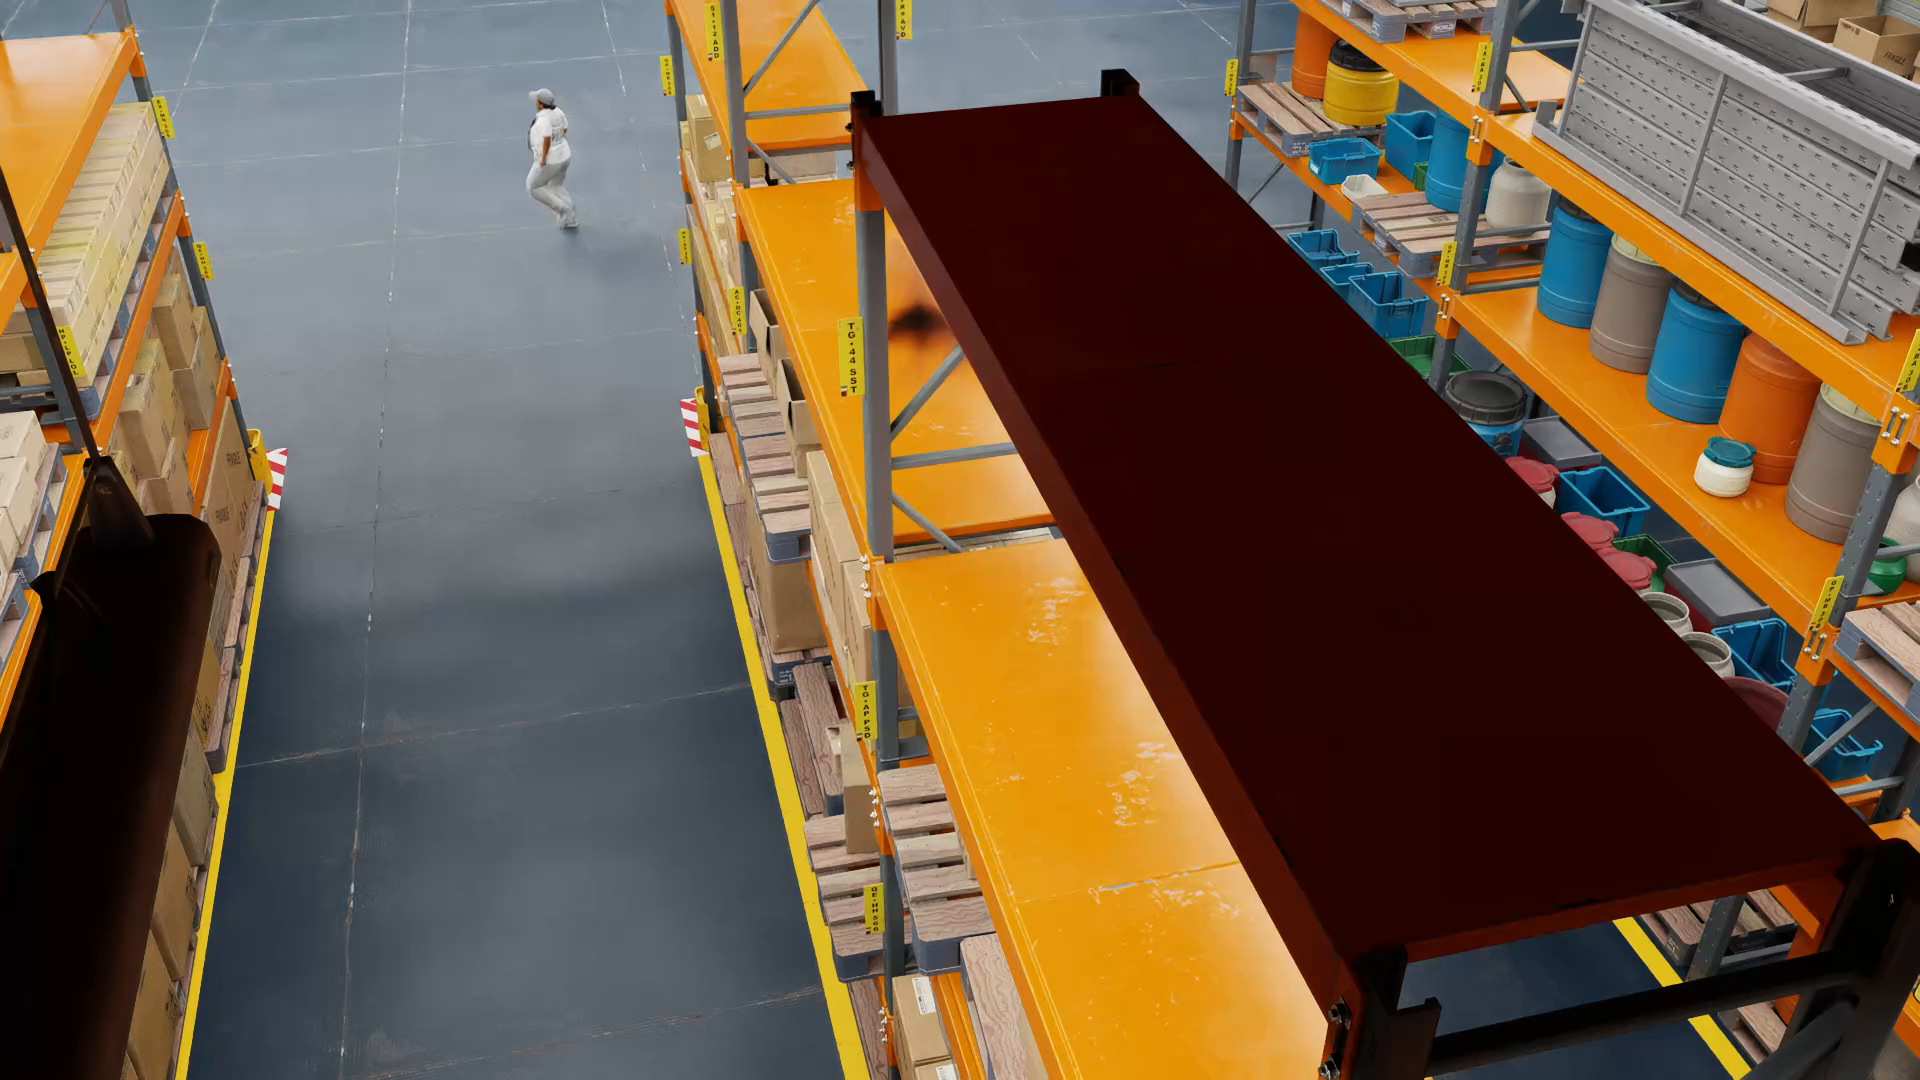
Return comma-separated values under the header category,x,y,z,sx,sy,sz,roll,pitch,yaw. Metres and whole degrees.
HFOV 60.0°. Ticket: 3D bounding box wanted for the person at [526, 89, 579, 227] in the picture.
category,x,y,z,sx,sy,sz,roll,pitch,yaw
person,-4.707,-4.342,18.998,0.522,1.624,0.657,11,36,16
